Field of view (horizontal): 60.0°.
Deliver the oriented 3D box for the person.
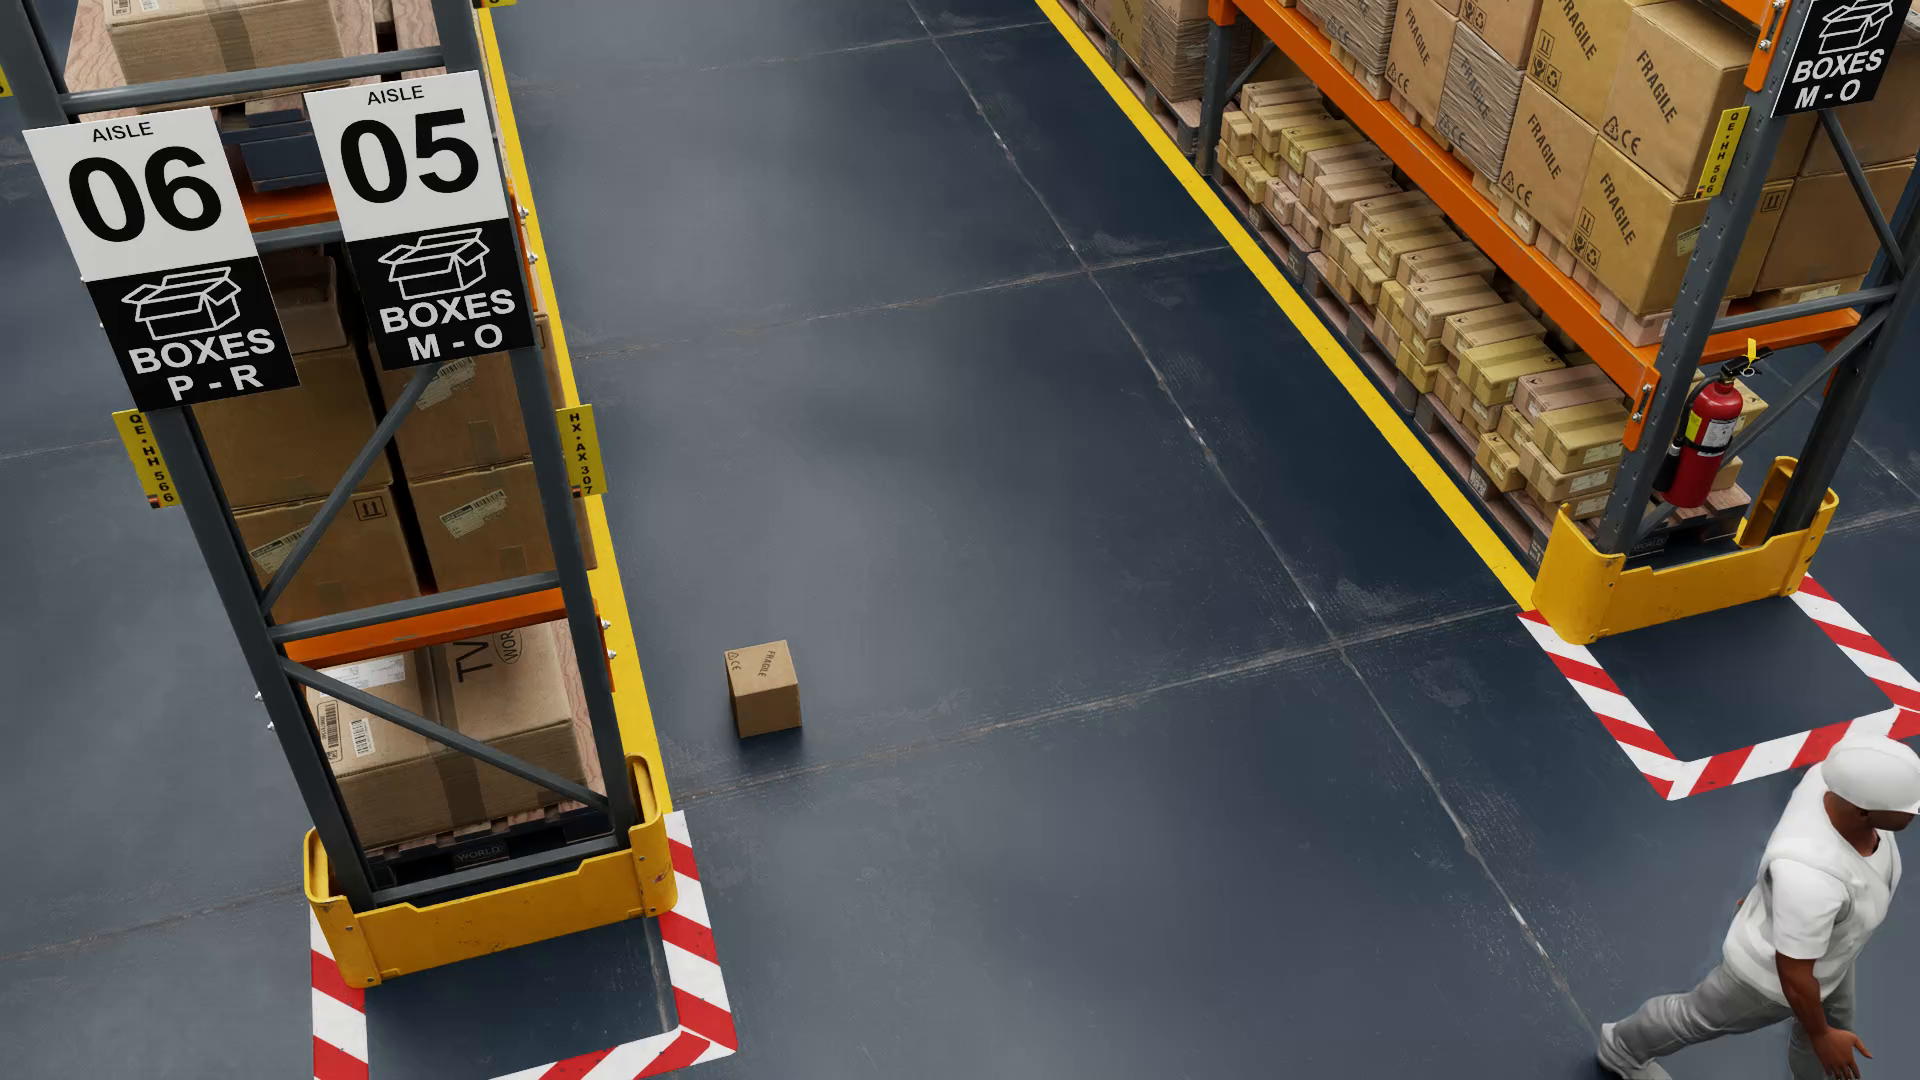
[{"bbox_3d":[2.484,1.232,4.748,0.949,1.718,0.579,29,50,29],"label":"person"}]
